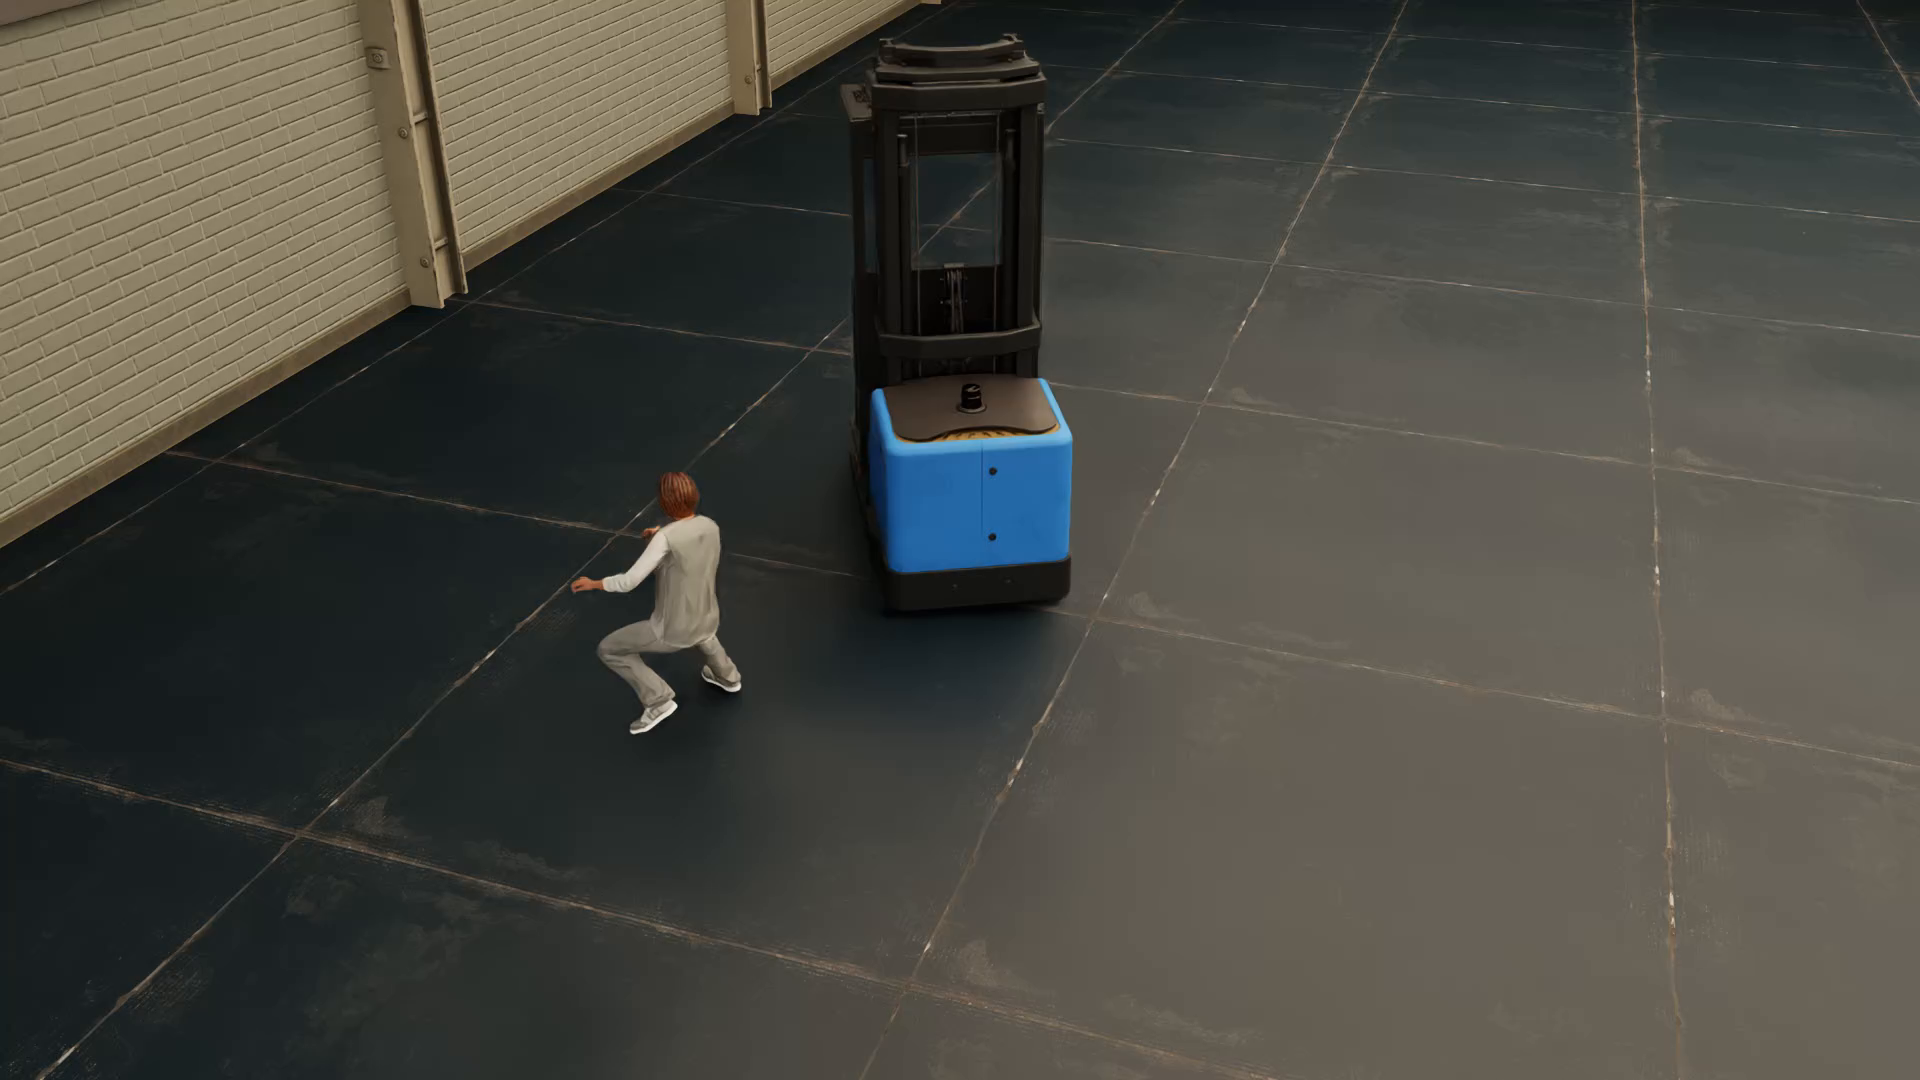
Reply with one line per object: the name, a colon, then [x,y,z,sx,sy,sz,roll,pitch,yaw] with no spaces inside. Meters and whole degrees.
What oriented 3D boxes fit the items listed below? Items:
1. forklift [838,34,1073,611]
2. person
forklift: [-0.112,-1.589,9.923,1.130,2.935,3.031,-4,30,-8]
person: [-1.469,0.293,8.176,0.692,1.387,0.817,22,37,34]
